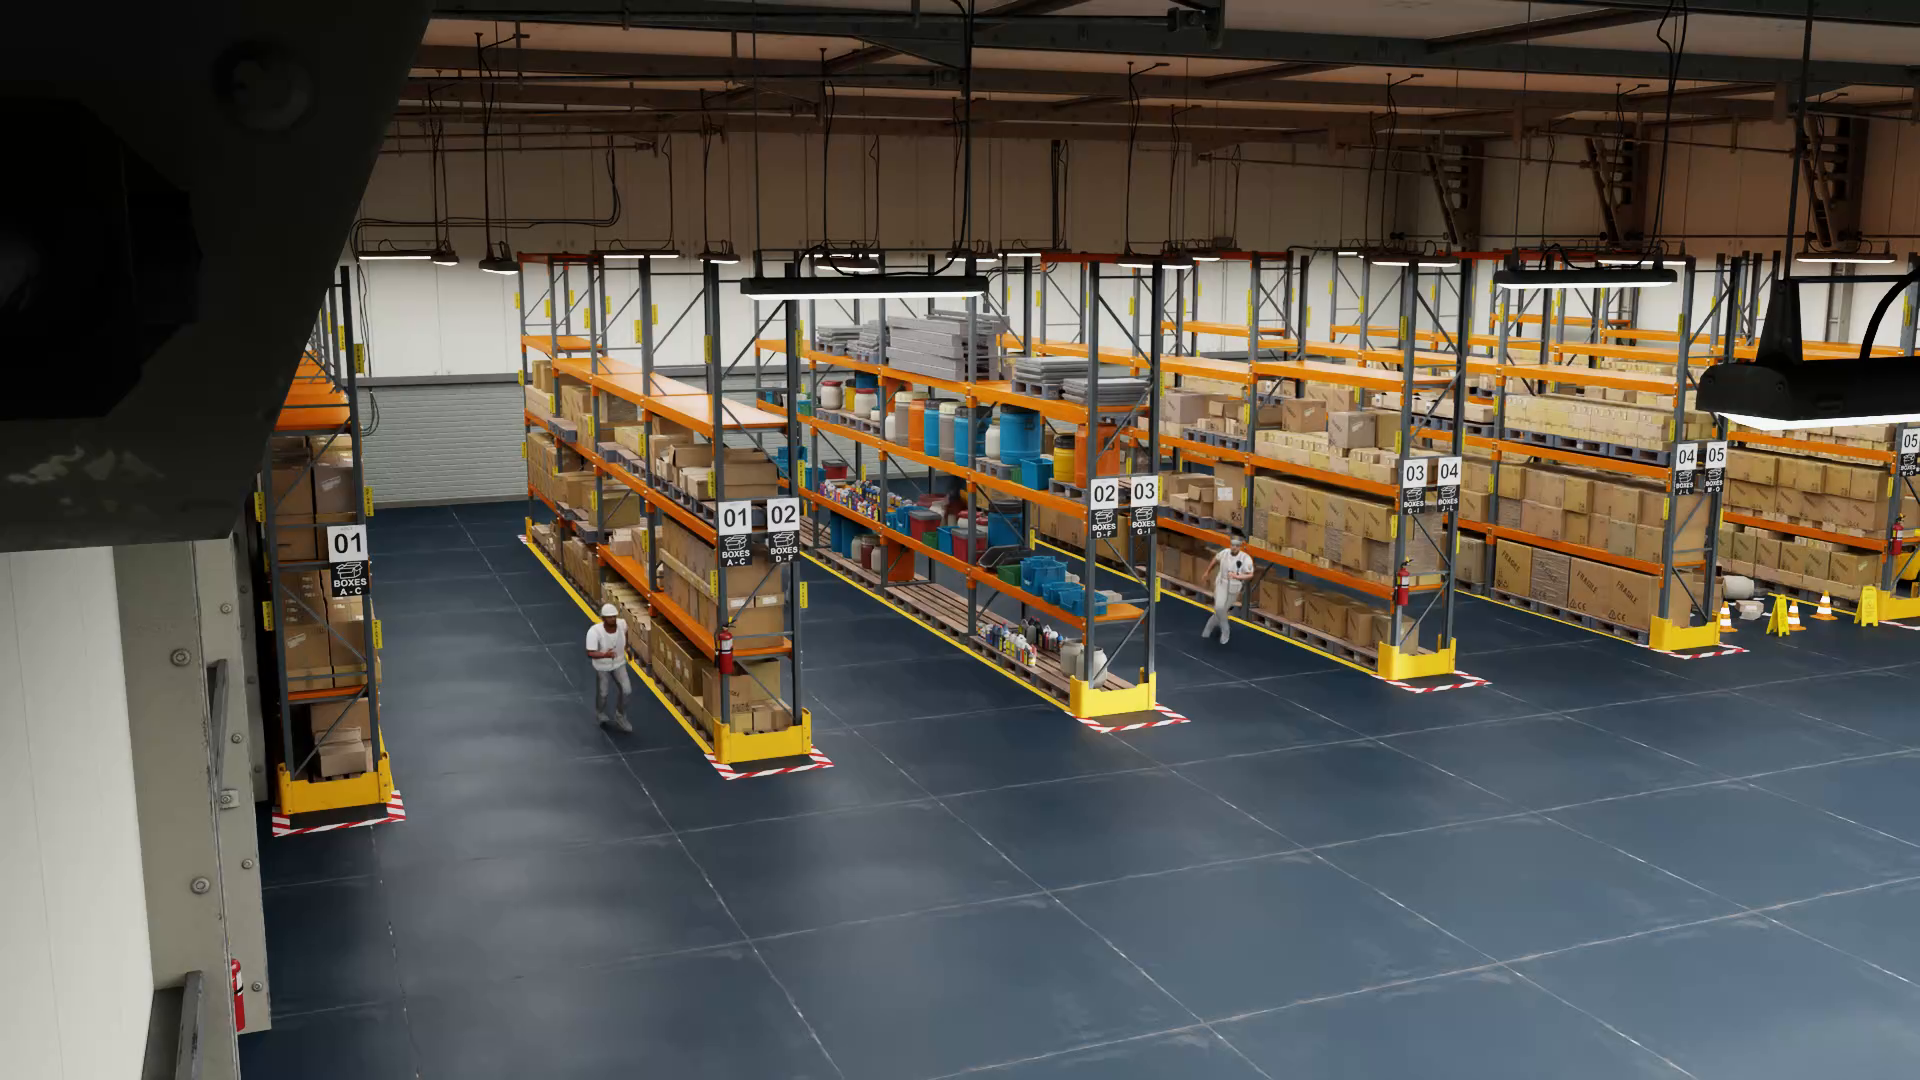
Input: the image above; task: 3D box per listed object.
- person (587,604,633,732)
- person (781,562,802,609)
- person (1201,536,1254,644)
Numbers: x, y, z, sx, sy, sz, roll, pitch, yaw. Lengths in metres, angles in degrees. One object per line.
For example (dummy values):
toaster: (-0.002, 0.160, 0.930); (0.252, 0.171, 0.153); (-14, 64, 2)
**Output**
person: (-4.505, 1.625, 21.394); (0.640, 1.705, 0.946); (-5, 12, -27)
person: (-2.849, 0.379, 27.111); (0.614, 1.649, 0.895); (-10, 14, -42)
person: (4.143, 0.731, 25.788); (0.793, 1.687, 0.721); (1, 10, 6)
